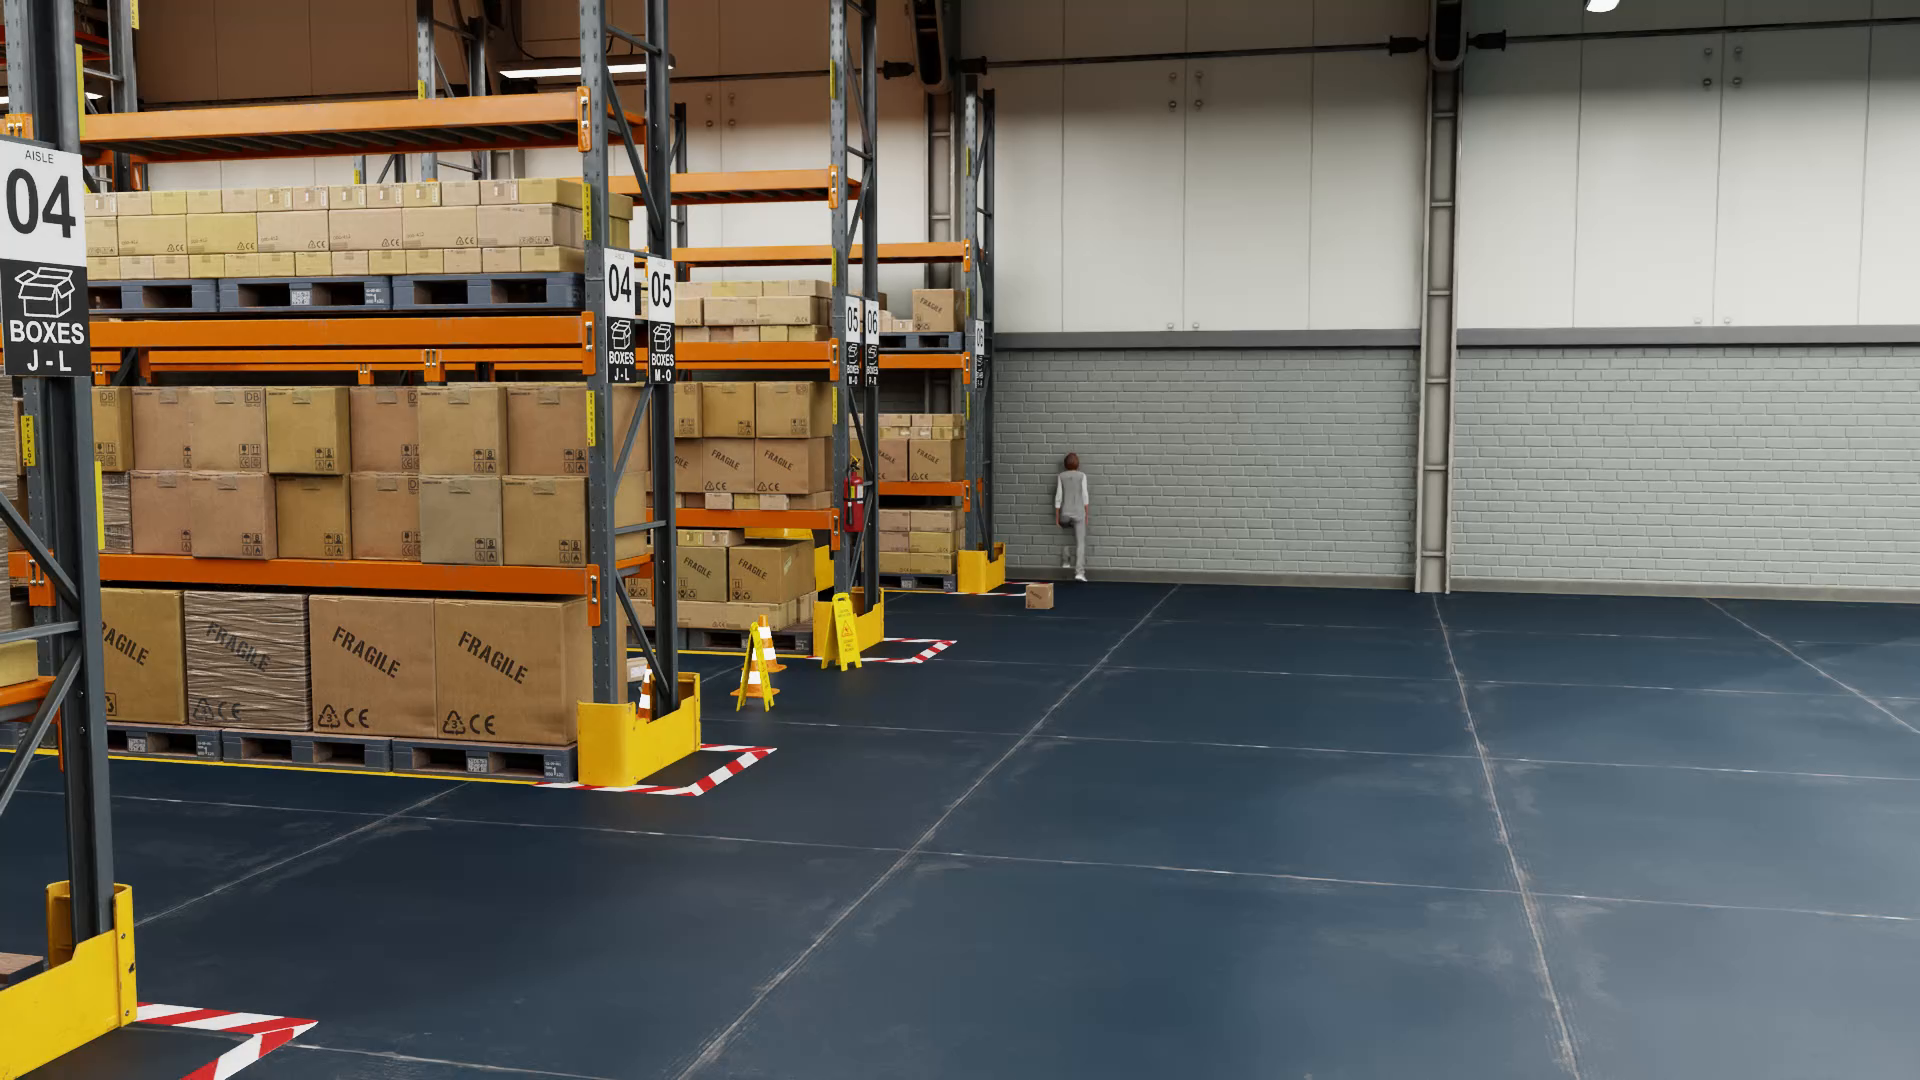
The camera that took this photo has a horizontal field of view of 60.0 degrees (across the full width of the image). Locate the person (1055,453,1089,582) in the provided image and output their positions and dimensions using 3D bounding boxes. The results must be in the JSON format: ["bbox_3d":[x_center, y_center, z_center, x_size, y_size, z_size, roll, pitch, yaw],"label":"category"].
[{"bbox_3d":[1.408,-0.288,20.796,0.427,1.607,0.589,1,5,13],"label":"person"}]
